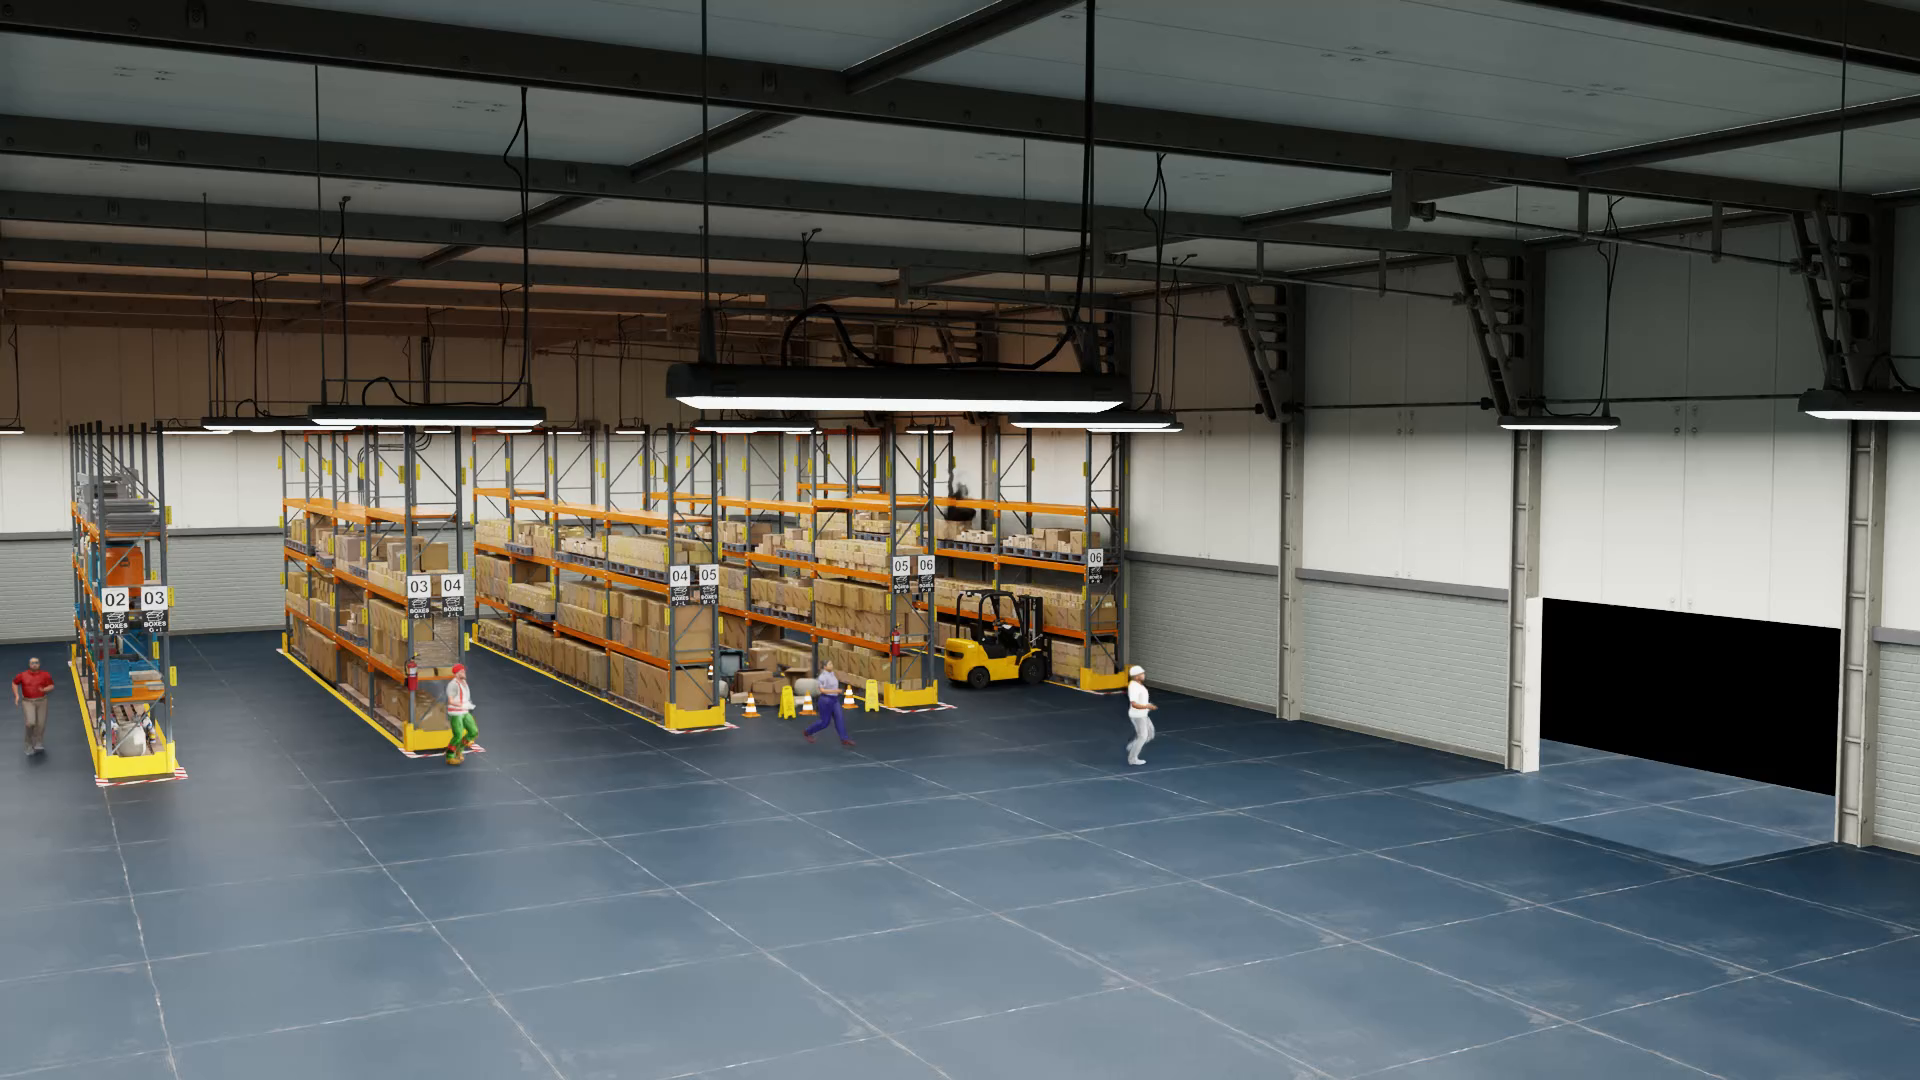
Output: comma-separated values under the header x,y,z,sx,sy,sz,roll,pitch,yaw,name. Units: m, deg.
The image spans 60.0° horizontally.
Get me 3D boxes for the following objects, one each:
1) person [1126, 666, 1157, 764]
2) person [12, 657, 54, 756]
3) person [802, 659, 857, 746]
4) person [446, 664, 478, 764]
x,y,z,sx,sy,sz,roll,pitch,yaw,name
3.175,3.055,29.034,0.582,1.721,0.688,1,4,13,person
-16.735,3.017,30.086,0.632,1.782,0.729,-3,5,-39,person
-2.398,2.992,30.654,1.021,1.608,0.619,1,4,20,person
-8.699,3.038,29.099,0.638,1.757,0.691,1,4,14,person
